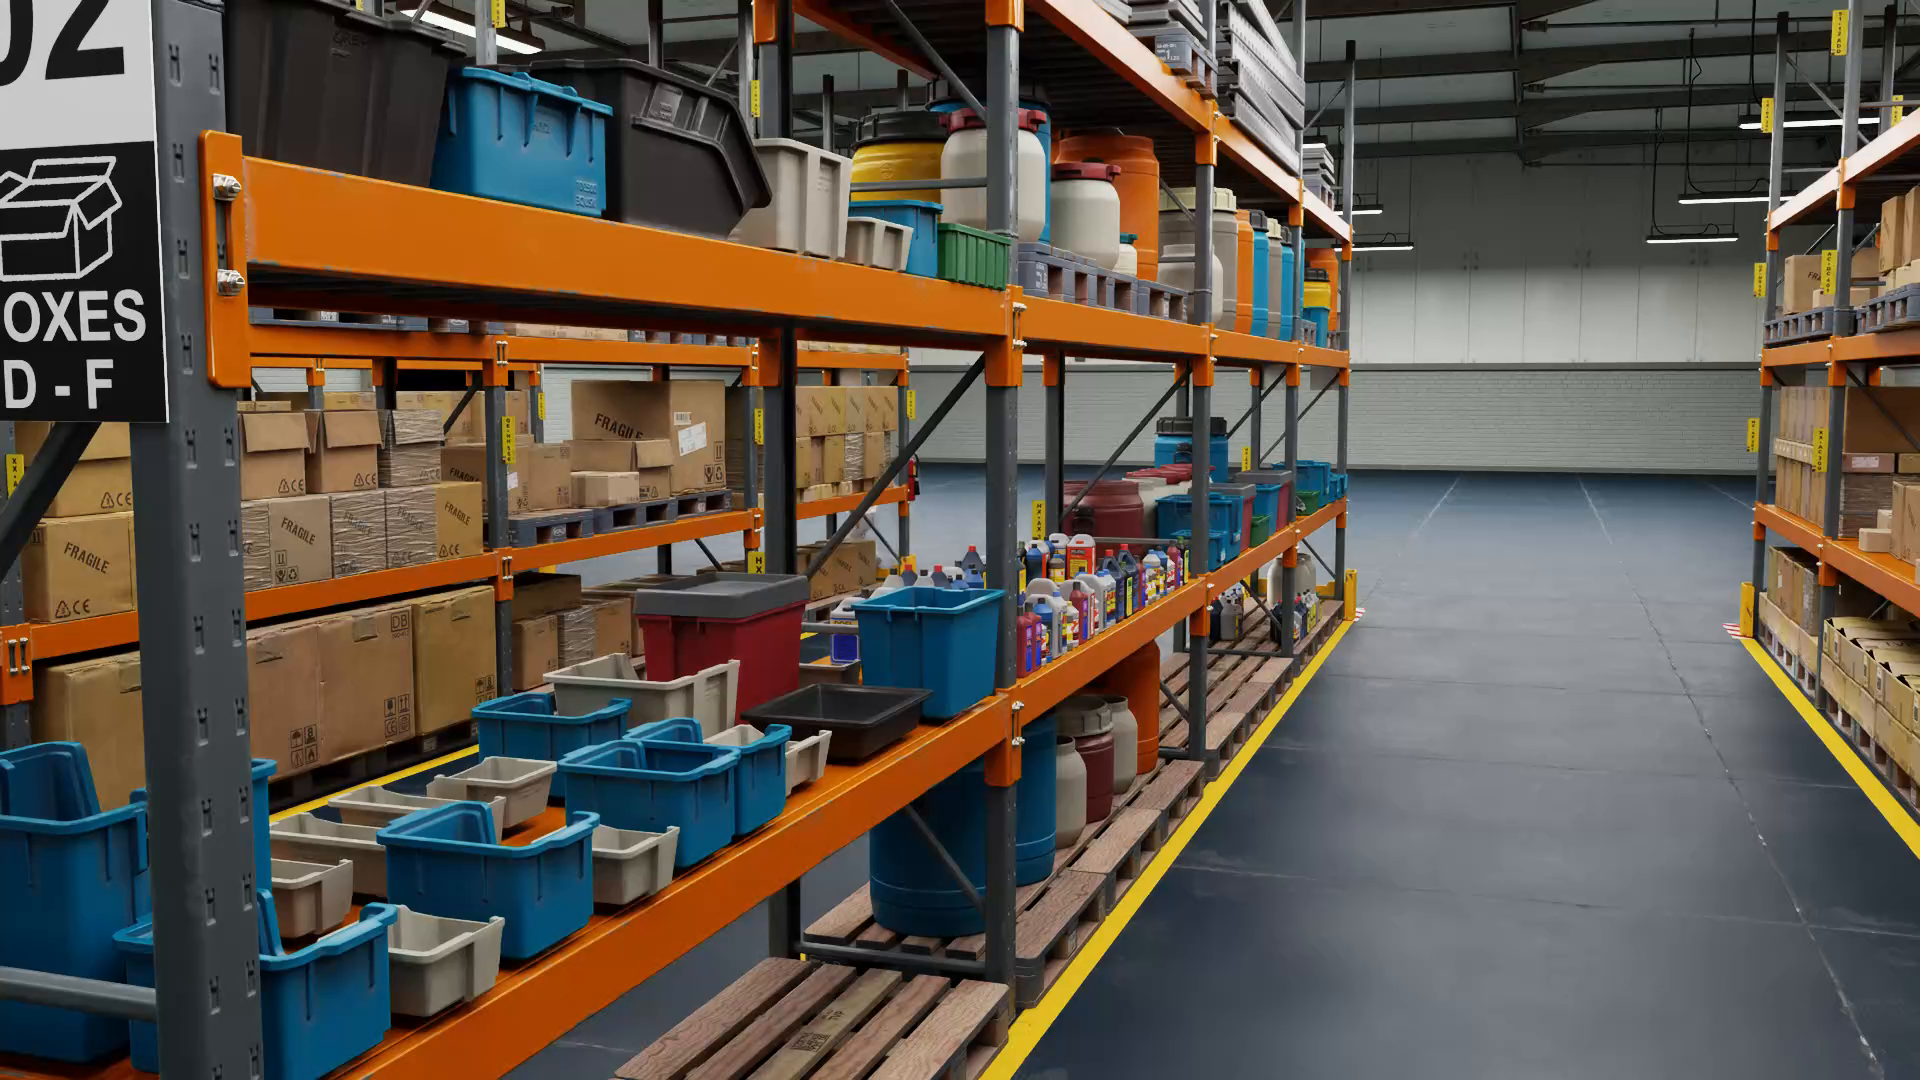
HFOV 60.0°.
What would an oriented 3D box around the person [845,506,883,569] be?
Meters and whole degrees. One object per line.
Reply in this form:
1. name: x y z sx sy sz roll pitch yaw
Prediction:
1. person: -1.231 -0.315 20.799 0.590 1.642 0.504 2 6 16
